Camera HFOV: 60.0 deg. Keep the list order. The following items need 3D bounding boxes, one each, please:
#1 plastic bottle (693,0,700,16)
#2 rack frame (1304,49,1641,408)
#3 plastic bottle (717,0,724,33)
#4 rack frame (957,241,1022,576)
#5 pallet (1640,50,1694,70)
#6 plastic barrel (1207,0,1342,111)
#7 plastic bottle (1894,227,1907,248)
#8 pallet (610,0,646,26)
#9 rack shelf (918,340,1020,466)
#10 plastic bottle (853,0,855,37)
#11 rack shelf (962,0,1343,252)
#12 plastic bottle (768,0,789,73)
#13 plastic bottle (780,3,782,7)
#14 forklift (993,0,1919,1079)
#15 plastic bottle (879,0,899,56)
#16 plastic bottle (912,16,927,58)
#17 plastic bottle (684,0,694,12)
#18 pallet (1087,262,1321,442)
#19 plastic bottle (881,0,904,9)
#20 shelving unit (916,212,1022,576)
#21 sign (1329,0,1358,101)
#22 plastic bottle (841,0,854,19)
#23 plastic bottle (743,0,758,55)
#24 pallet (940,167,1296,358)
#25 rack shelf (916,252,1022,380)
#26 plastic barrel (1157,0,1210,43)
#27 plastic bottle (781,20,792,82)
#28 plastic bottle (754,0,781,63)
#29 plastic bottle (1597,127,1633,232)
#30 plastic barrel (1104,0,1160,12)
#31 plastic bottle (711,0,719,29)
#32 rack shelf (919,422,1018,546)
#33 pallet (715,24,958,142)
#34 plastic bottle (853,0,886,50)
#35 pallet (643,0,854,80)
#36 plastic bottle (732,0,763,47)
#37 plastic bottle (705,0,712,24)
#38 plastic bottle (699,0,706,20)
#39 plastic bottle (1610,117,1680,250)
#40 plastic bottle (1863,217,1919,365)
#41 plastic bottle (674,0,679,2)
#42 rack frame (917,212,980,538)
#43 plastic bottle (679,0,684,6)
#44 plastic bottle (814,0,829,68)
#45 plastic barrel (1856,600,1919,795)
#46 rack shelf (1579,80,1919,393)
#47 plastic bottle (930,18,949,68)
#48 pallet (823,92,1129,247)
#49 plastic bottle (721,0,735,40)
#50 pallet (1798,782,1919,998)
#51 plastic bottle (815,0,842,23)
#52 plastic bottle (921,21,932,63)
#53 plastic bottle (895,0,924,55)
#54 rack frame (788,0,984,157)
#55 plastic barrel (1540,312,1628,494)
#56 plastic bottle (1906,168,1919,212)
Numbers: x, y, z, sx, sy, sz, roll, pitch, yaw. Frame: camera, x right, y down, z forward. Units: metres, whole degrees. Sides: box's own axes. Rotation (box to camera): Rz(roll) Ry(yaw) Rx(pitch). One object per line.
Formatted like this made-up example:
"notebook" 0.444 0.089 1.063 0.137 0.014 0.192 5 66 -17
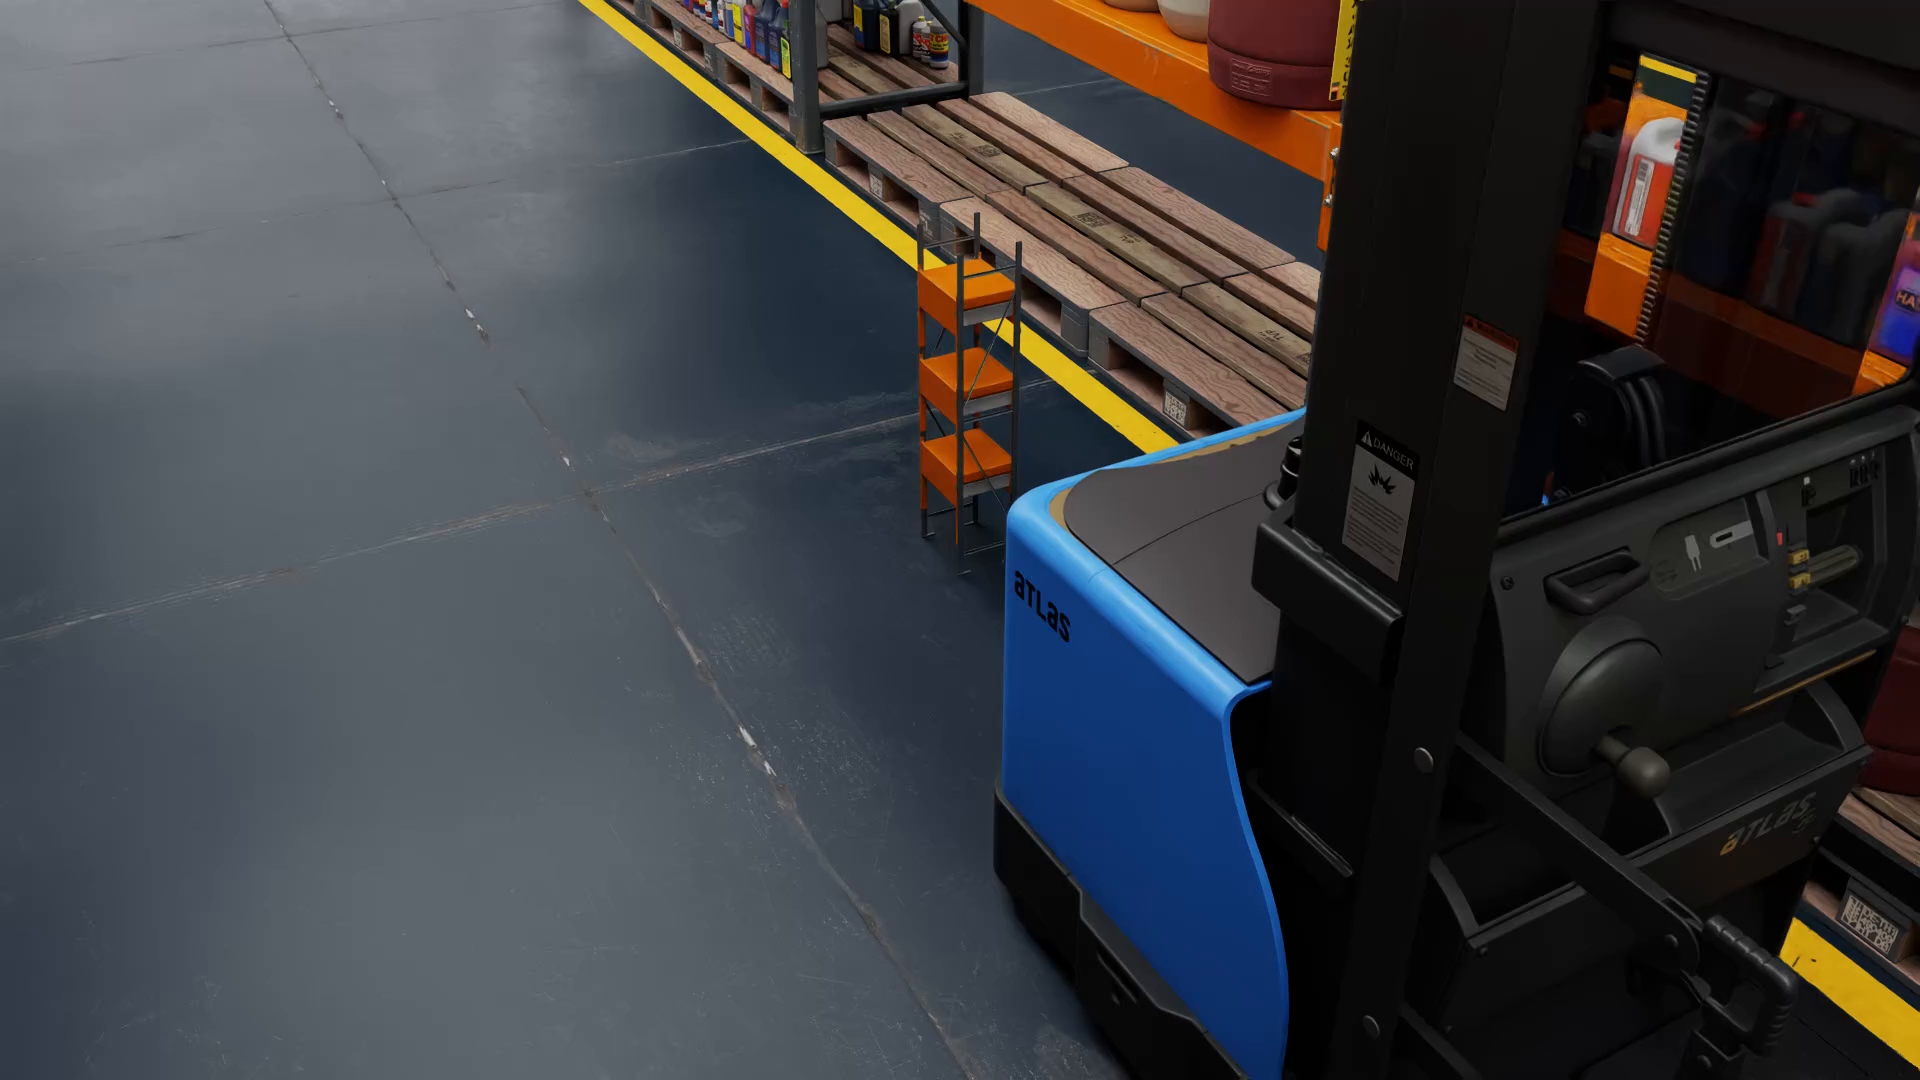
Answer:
"plastic bottle" -1.483 -3.146 9.501 0.097 0.271 0.097 0 33 0
"rack frame" 1.517 -1.399 4.653 1.000 3.000 0.127 -16 36 -23
"plastic bottle" -1.295 -2.923 9.219 0.097 0.201 0.097 0 33 0
"rack frame" 0.082 -0.358 4.836 0.200 1.050 0.008 -16 36 -23
"pallet" 4.414 -3.036 9.793 1.003 0.211 1.213 -16 36 -23
"plastic barrel" 1.033 -1.601 4.843 0.600 0.536 0.708 -16 36 -23
"plastic bottle" 1.894 -0.554 3.453 0.097 0.271 0.097 0 33 0
"pallet" -1.762 -3.629 10.719 1.003 0.211 1.213 -16 36 -23
"rack shelf" 0.025 -0.408 4.933 0.215 0.259 0.240 -16 36 -23
"plastic bottle" -0.531 -2.873 9.075 0.097 0.271 0.097 0 33 0
"rack shelf" 0.585 -2.050 6.337 1.077 0.370 4.000 -16 36 -23
"plastic bottle" -0.903 -2.613 8.595 0.144 0.351 0.185 -17 36 -24
"plastic bottle" -0.873 -2.722 8.835 0.152 0.276 0.135 -16 36 -23
"forklift" 1.240 0.141 2.314 1.130 2.935 3.031 -17 36 -24
"plastic bottle" -0.377 -2.732 8.844 0.061 0.283 0.133 -16 36 -23
"plastic bottle" -0.203 -2.674 8.830 0.097 0.201 0.097 0 33 0
"plastic bottle" -1.554 -3.202 9.577 0.061 0.283 0.133 -15 36 -22
"pallet" 1.190 -0.604 5.997 1.003 0.211 1.213 -16 36 -23
"plastic bottle" -0.357 -2.867 8.993 0.144 0.351 0.185 -15 36 -22
"shelving unit" 0.025 -0.417 4.927 0.215 1.050 0.252 -16 36 -23
"sign" 1.034 -1.326 4.388 0.100 0.325 0.005 -16 36 -23
"plastic bottle" -0.643 -3.160 9.450 0.144 0.351 0.185 -16 36 -23
"plastic bottle" -1.105 -2.743 8.861 0.061 0.283 0.133 -13 35 -20
"pallet" 0.626 -1.186 6.905 1.003 0.211 1.213 -16 36 -23
"rack shelf" 0.025 -0.647 4.780 0.215 0.259 0.240 -16 36 -23
"plastic barrel" 0.849 -1.883 5.305 0.421 0.512 0.421 0 33 0
"plastic bottle" -0.864 -2.496 8.475 0.061 0.283 0.133 -14 35 -21
"plastic bottle" -0.992 -2.704 8.738 0.144 0.351 0.185 -18 37 -25
"plastic bottle" 1.546 -0.894 3.972 0.061 0.283 0.133 -16 36 -23
"plastic barrel" 0.652 -2.084 5.619 0.421 0.512 0.421 0 33 0
"plastic bottle" -1.342 -3.002 9.276 0.097 0.271 0.097 0 33 0
"rack shelf" 0.025 -0.174 5.083 0.215 0.259 0.240 -16 36 -23
"pallet" -0.624 -2.465 8.901 1.003 0.211 1.213 -16 36 -23
"plastic bottle" -0.484 -2.831 8.936 0.144 0.351 0.185 -16 36 -23
"pallet" -1.197 -3.048 9.811 1.003 0.211 1.213 -16 36 -23
"plastic bottle" -1.143 -2.858 8.979 0.144 0.351 0.185 -16 36 -23
"plastic bottle" -1.390 -3.022 9.372 0.097 0.201 0.097 0 33 0
"plastic bottle" -1.437 -3.098 9.427 0.097 0.271 0.097 0 33 0
"plastic bottle" 1.649 -0.838 3.893 0.152 0.276 0.135 -16 36 -23
"plastic bottle" 1.932 -0.499 3.357 0.061 0.283 0.133 -16 36 -23
"plastic bottle" -1.643 -3.310 9.757 0.097 0.271 0.097 0 33 0
"rack frame" -0.032 -0.475 5.018 0.200 1.050 0.008 -16 36 -23
"plastic bottle" -1.595 -3.231 9.698 0.097 0.201 0.097 0 33 0
"plastic bottle" -0.775 -2.649 8.652 0.144 0.351 0.185 -16 36 -23
"plastic barrel" 2.287 0.208 3.991 0.600 0.588 0.708 -16 36 -23
"rack shelf" 2.450 -0.142 3.357 1.077 0.370 4.000 -16 36 -23
"plastic bottle" -0.108 -2.607 8.659 0.097 0.271 0.097 0 33 0
"pallet" 0.053 -1.769 7.815 1.003 0.211 1.213 -16 36 -23
"plastic bottle" -1.215 -2.905 9.121 0.152 0.276 0.135 -15 36 -22
"pallet" 2.487 0.722 3.927 1.003 0.211 1.213 -16 36 -23
"plastic bottle" -0.762 -3.080 9.393 0.152 0.276 0.135 -16 36 -23
"plastic bottle" -0.156 -2.626 8.754 0.097 0.201 0.097 0 33 0
"plastic bottle" -0.283 -2.756 8.888 0.152 0.276 0.135 -15 35 -21
"rack frame" -0.348 -3.308 7.633 1.000 3.000 0.127 -16 36 -23
"plastic barrel" 1.760 -0.433 4.767 0.600 0.830 0.708 -16 36 -23
"plastic bottle" 2.365 -0.920 4.090 0.097 0.201 0.097 0 33 0
